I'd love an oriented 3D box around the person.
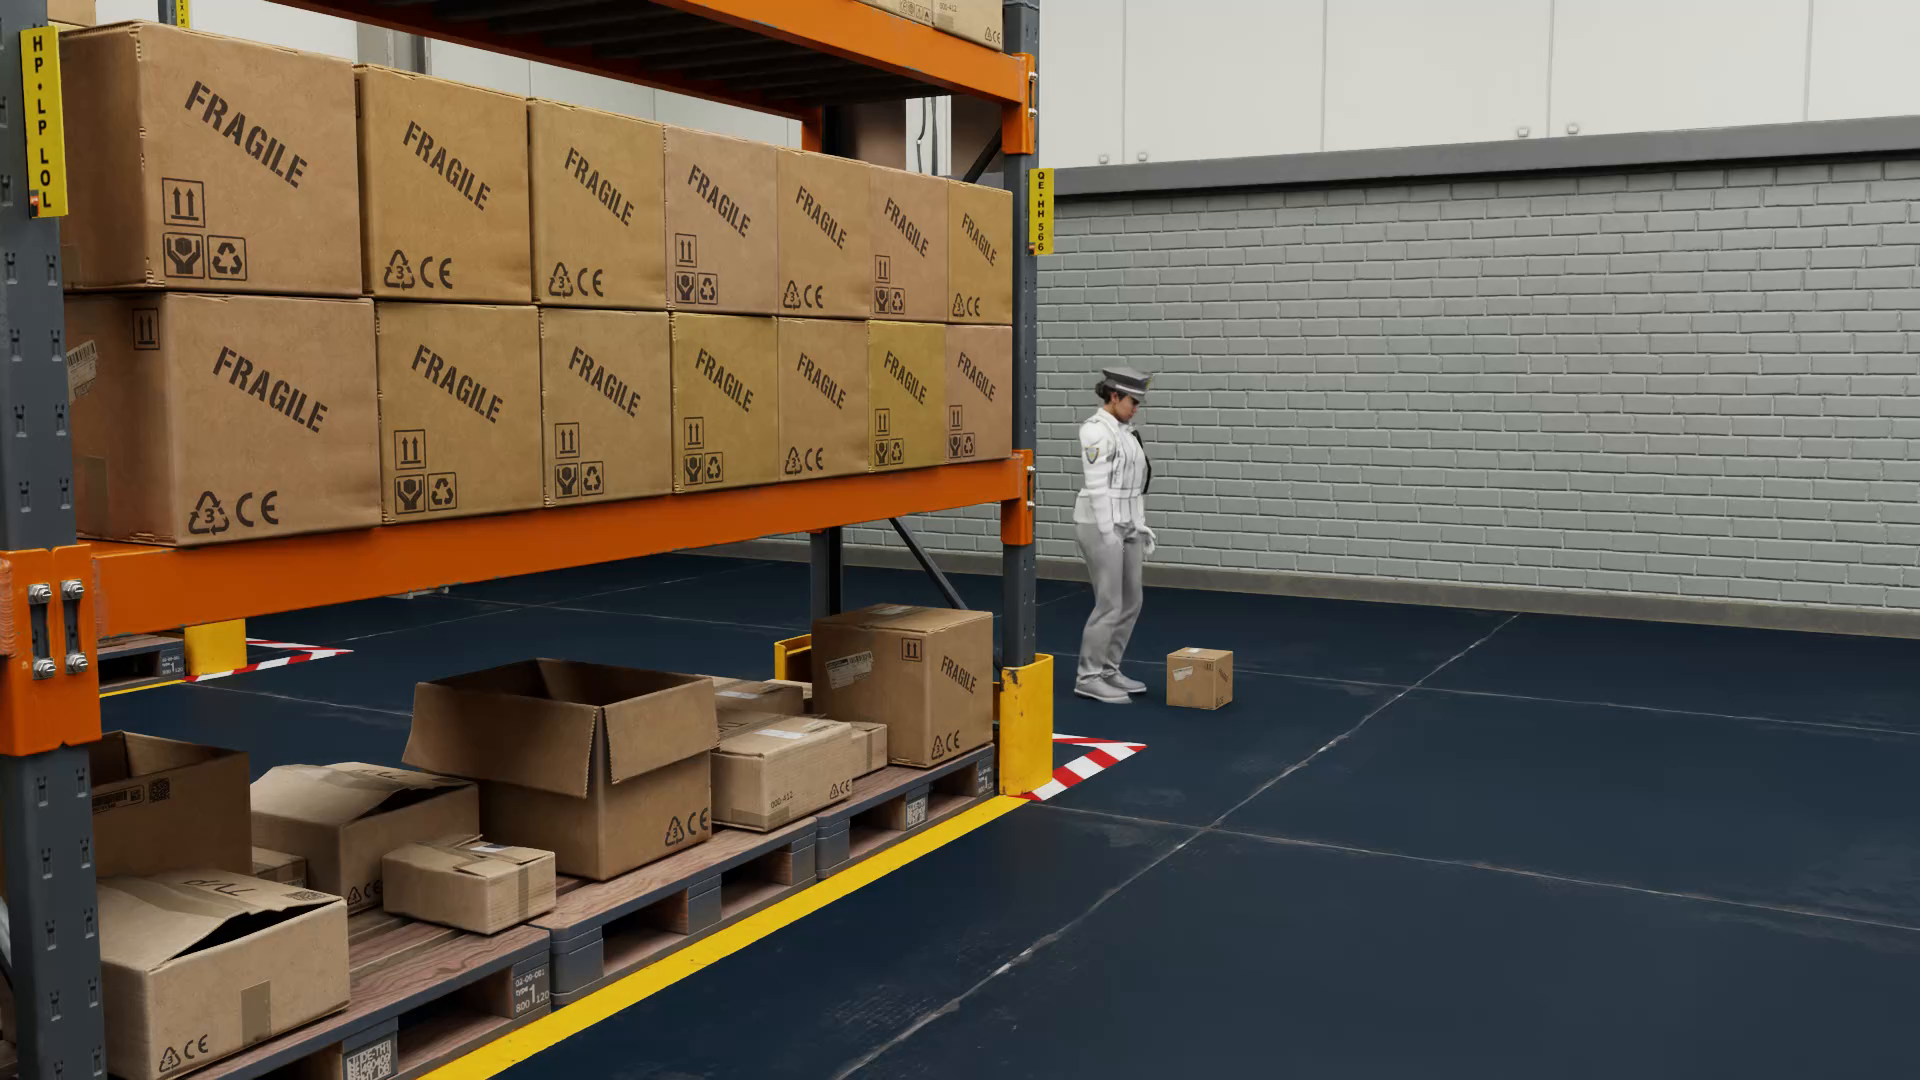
[{"bbox_3d":[0.775,-0.039,8.330,0.366,1.654,0.482,3,7,30],"label":"person"}]
